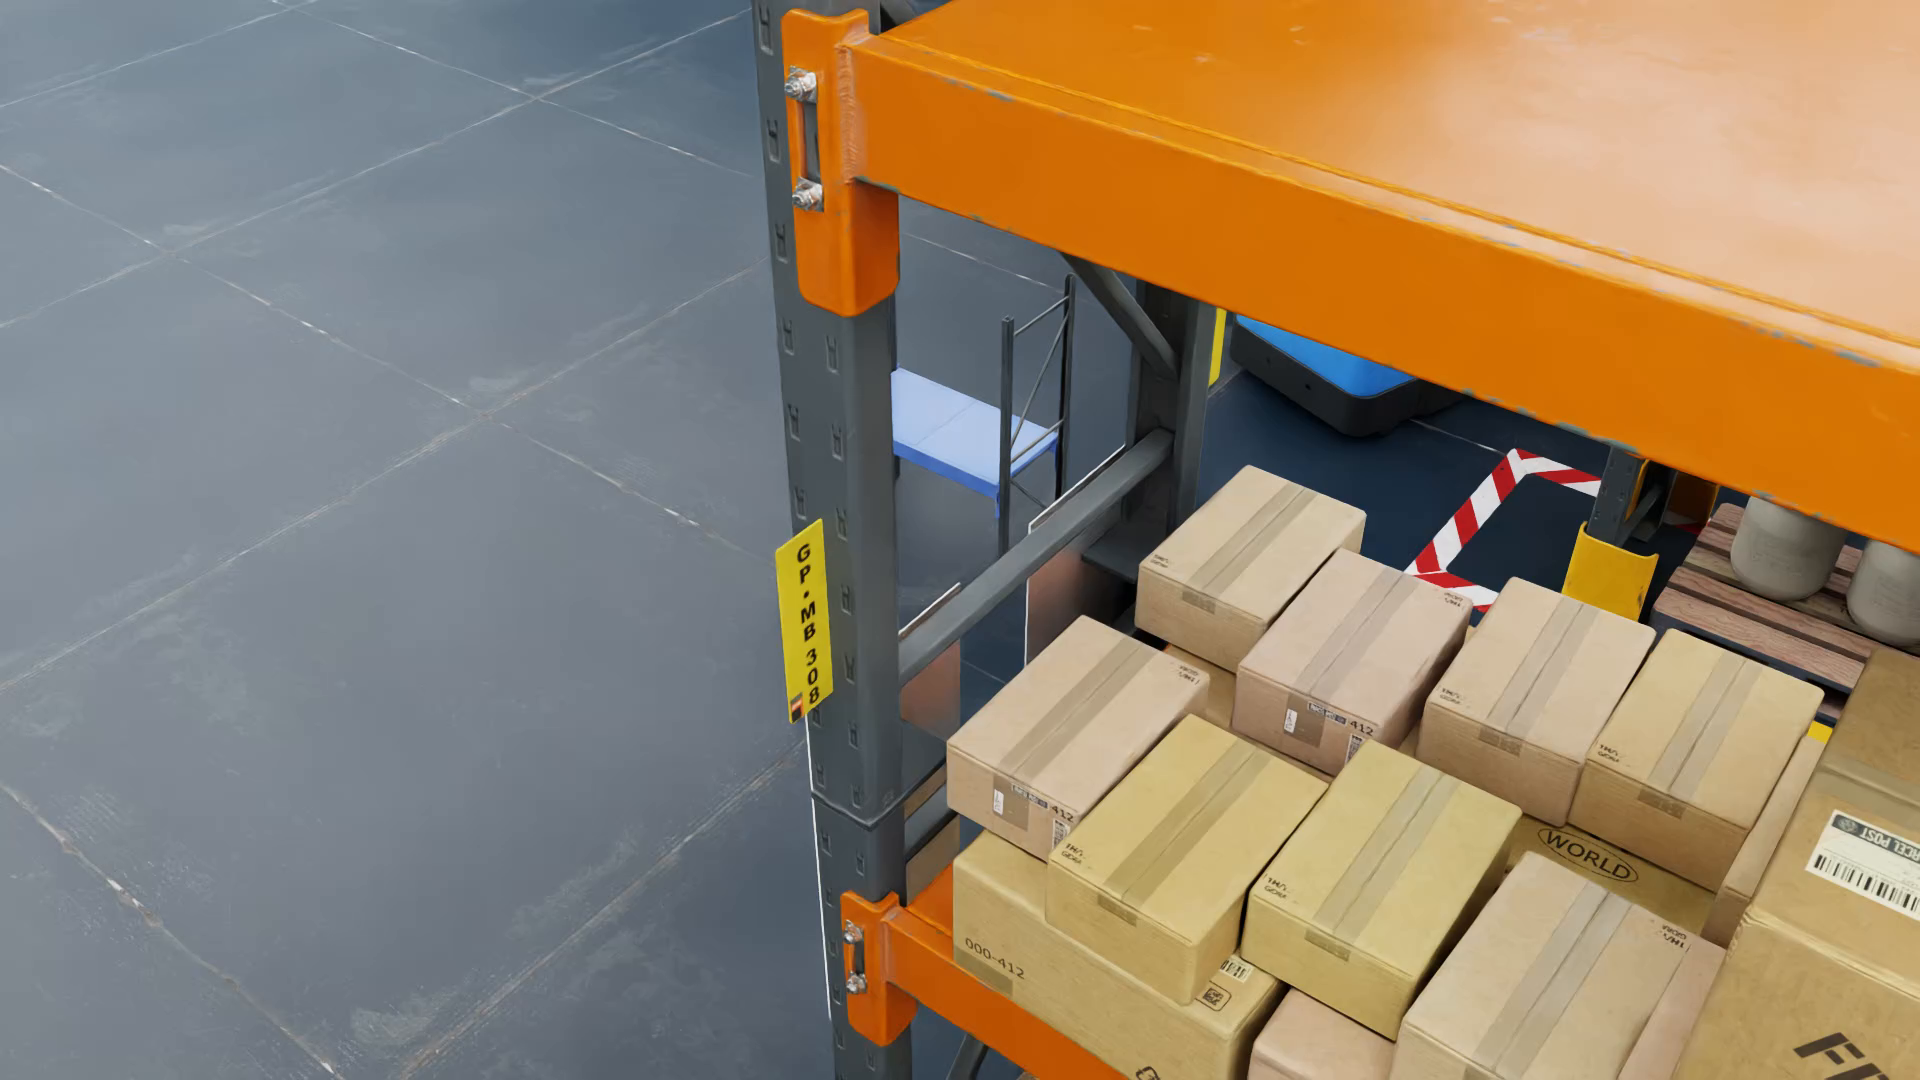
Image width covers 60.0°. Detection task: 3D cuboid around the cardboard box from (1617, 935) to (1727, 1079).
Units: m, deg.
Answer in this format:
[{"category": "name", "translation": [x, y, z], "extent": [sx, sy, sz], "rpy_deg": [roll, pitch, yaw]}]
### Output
[{"category": "cardboard box", "translation": [0.975, 0.725, 2.116], "extent": [0.250, 0.149, 0.380], "rpy_deg": [25, 45, 28]}]

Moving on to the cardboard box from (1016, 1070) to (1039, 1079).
[{"category": "cardboard box", "translation": [0.382, 1.168, 3.052], "extent": [0.500, 0.500, 0.500], "rpy_deg": [25, 45, 29]}]

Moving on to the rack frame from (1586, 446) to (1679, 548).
[{"category": "rack frame", "translation": [3.120, -1.046, 7.014], "extent": [0.127, 3.000, 1.000], "rpy_deg": [25, 45, 29]}]

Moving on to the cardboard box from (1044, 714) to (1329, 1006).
[{"category": "cardboard box", "translation": [0.336, 0.461, 2.454], "extent": [0.250, 0.149, 0.380], "rpy_deg": [26, 45, 29]}]

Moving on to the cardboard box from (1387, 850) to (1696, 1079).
[{"category": "cardboard box", "translation": [0.785, 0.632, 2.235], "extent": [0.250, 0.149, 0.380], "rpy_deg": [27, 46, 30]}]

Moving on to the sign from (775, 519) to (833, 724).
[{"category": "sign", "translation": [-0.219, 0.120, 2.382], "extent": [0.005, 0.325, 0.100], "rpy_deg": [25, 45, 29]}]

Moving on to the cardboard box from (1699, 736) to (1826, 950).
[{"category": "cardboard box", "translation": [1.275, 0.491, 2.415], "extent": [0.250, 0.149, 0.380], "rpy_deg": [26, 45, 29]}]

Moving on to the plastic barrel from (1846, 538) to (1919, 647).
[{"category": "plastic barrel", "translation": [4.087, 0.165, 7.144], "extent": [0.421, 0.512, 0.421], "rpy_deg": [0, 38, 0]}]

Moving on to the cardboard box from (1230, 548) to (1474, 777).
[{"category": "cardboard box", "translation": [0.656, 0.206, 2.779], "extent": [0.250, 0.149, 0.380], "rpy_deg": [24, 44, 27]}]

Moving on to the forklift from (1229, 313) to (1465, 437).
[{"category": "forklift", "translation": [3.018, -2.398, 8.796], "extent": [3.031, 2.935, 1.130], "rpy_deg": [-22, 43, -26]}]

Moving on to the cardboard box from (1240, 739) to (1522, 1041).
[{"category": "cardboard box", "translation": [0.612, 0.495, 2.410], "extent": [0.250, 0.149, 0.380], "rpy_deg": [24, 44, 28]}]

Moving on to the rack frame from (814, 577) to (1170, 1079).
[{"category": "rack frame", "translation": [0.111, 1.379, 3.916], "extent": [0.127, 3.000, 1.000], "rpy_deg": [25, 45, 29]}]

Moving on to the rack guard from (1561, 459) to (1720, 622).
[{"category": "rack guard", "translation": [3.209, -0.056, 7.777], "extent": [0.348, 0.500, 1.175], "rpy_deg": [25, 45, 29]}]

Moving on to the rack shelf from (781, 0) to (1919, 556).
[{"category": "rack shelf", "translation": [1.699, 0.051, 1.333], "extent": [4.000, 0.370, 1.077], "rpy_deg": [25, 45, 29]}]

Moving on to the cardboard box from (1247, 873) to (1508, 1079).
[{"category": "cardboard box", "translation": [0.750, 0.754, 2.402], "extent": [0.500, 0.250, 0.500], "rpy_deg": [24, 44, 28]}]

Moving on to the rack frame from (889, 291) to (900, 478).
[{"category": "rack frame", "translation": [-0.472, -0.813, 7.932], "extent": [0.032, 1.500, 0.500], "rpy_deg": [25, 45, 29]}]

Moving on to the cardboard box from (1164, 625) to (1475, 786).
[{"category": "cardboard box", "translation": [0.648, 0.313, 2.966], "extent": [0.500, 0.250, 0.500], "rpy_deg": [26, 45, 30]}]

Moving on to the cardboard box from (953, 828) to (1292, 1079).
[{"category": "cardboard box", "translation": [0.336, 0.564, 2.645], "extent": [0.500, 0.250, 0.500], "rpy_deg": [27, 45, 30]}]

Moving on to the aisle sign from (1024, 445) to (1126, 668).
[{"category": "aisle sign", "translation": [0.244, 0.185, 3.332], "extent": [0.004, 0.787, 0.394], "rpy_deg": [25, 45, 29]}]

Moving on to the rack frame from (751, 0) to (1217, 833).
[{"category": "rack frame", "translation": [0.111, -0.983, 2.067], "extent": [0.127, 3.000, 1.000], "rpy_deg": [25, 45, 29]}]

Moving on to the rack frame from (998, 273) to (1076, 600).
[{"category": "rack frame", "translation": [0.336, -0.432, 7.446], "extent": [0.032, 1.500, 0.500], "rpy_deg": [25, 45, 29]}]

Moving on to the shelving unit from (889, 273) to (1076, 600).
[{"category": "shelving unit", "translation": [-0.068, -0.622, 7.689], "extent": [1.048, 1.500, 0.538], "rpy_deg": [25, 45, 29]}]

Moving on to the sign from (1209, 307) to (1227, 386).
[{"category": "sign", "translation": [0.464, -0.415, 3.056], "extent": [0.005, 0.325, 0.100], "rpy_deg": [25, 45, 29]}]

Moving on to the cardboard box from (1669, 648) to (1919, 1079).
[{"category": "cardboard box", "translation": [1.126, 0.533, 1.836], "extent": [0.500, 0.500, 0.500], "rpy_deg": [25, 44, 28]}]

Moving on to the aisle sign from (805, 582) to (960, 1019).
[{"category": "aisle sign", "translation": [-0.121, 0.479, 2.957], "extent": [0.004, 0.787, 0.394], "rpy_deg": [25, 45, 29]}]

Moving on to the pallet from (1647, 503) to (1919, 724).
[{"category": "pallet", "translation": [3.851, 0.364, 7.474], "extent": [1.213, 0.211, 1.003], "rpy_deg": [25, 45, 29]}]

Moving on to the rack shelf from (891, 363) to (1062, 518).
[{"category": "rack shelf", "translation": [-0.068, -0.481, 7.800], "extent": [1.000, 0.185, 0.538], "rpy_deg": [25, 45, 29]}]

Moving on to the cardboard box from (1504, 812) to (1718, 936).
[{"category": "cardboard box", "translation": [1.046, 0.499, 2.729], "extent": [0.500, 0.250, 0.500], "rpy_deg": [26, 45, 29]}]

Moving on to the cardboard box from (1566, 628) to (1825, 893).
[{"category": "cardboard box", "translation": [1.154, 0.337, 2.612], "extent": [0.250, 0.149, 0.380], "rpy_deg": [26, 45, 29]}]

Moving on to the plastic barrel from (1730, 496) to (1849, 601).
[{"category": "plastic barrel", "translation": [3.689, -0.023, 7.384], "extent": [0.421, 0.512, 0.421], "rpy_deg": [0, 38, 0]}]

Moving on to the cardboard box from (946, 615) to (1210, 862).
[{"category": "cardboard box", "translation": [0.189, 0.317, 2.638], "extent": [0.250, 0.149, 0.380], "rpy_deg": [25, 44, 28]}]

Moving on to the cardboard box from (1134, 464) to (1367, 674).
[{"category": "cardboard box", "translation": [0.521, 0.051, 2.977], "extent": [0.250, 0.149, 0.380], "rpy_deg": [25, 45, 29]}]

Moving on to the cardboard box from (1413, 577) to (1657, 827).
[{"category": "cardboard box", "translation": [0.940, 0.255, 2.717], "extent": [0.250, 0.149, 0.380], "rpy_deg": [23, 44, 27]}]

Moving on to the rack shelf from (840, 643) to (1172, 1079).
[{"category": "rack shelf", "translation": [1.699, 1.230, 2.256], "extent": [4.000, 0.370, 1.077], "rpy_deg": [25, 45, 29]}]

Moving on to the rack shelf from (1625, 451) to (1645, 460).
[{"category": "rack shelf", "translation": [4.708, -0.014, 6.279], "extent": [4.000, 0.370, 1.077], "rpy_deg": [25, 45, 29]}]
